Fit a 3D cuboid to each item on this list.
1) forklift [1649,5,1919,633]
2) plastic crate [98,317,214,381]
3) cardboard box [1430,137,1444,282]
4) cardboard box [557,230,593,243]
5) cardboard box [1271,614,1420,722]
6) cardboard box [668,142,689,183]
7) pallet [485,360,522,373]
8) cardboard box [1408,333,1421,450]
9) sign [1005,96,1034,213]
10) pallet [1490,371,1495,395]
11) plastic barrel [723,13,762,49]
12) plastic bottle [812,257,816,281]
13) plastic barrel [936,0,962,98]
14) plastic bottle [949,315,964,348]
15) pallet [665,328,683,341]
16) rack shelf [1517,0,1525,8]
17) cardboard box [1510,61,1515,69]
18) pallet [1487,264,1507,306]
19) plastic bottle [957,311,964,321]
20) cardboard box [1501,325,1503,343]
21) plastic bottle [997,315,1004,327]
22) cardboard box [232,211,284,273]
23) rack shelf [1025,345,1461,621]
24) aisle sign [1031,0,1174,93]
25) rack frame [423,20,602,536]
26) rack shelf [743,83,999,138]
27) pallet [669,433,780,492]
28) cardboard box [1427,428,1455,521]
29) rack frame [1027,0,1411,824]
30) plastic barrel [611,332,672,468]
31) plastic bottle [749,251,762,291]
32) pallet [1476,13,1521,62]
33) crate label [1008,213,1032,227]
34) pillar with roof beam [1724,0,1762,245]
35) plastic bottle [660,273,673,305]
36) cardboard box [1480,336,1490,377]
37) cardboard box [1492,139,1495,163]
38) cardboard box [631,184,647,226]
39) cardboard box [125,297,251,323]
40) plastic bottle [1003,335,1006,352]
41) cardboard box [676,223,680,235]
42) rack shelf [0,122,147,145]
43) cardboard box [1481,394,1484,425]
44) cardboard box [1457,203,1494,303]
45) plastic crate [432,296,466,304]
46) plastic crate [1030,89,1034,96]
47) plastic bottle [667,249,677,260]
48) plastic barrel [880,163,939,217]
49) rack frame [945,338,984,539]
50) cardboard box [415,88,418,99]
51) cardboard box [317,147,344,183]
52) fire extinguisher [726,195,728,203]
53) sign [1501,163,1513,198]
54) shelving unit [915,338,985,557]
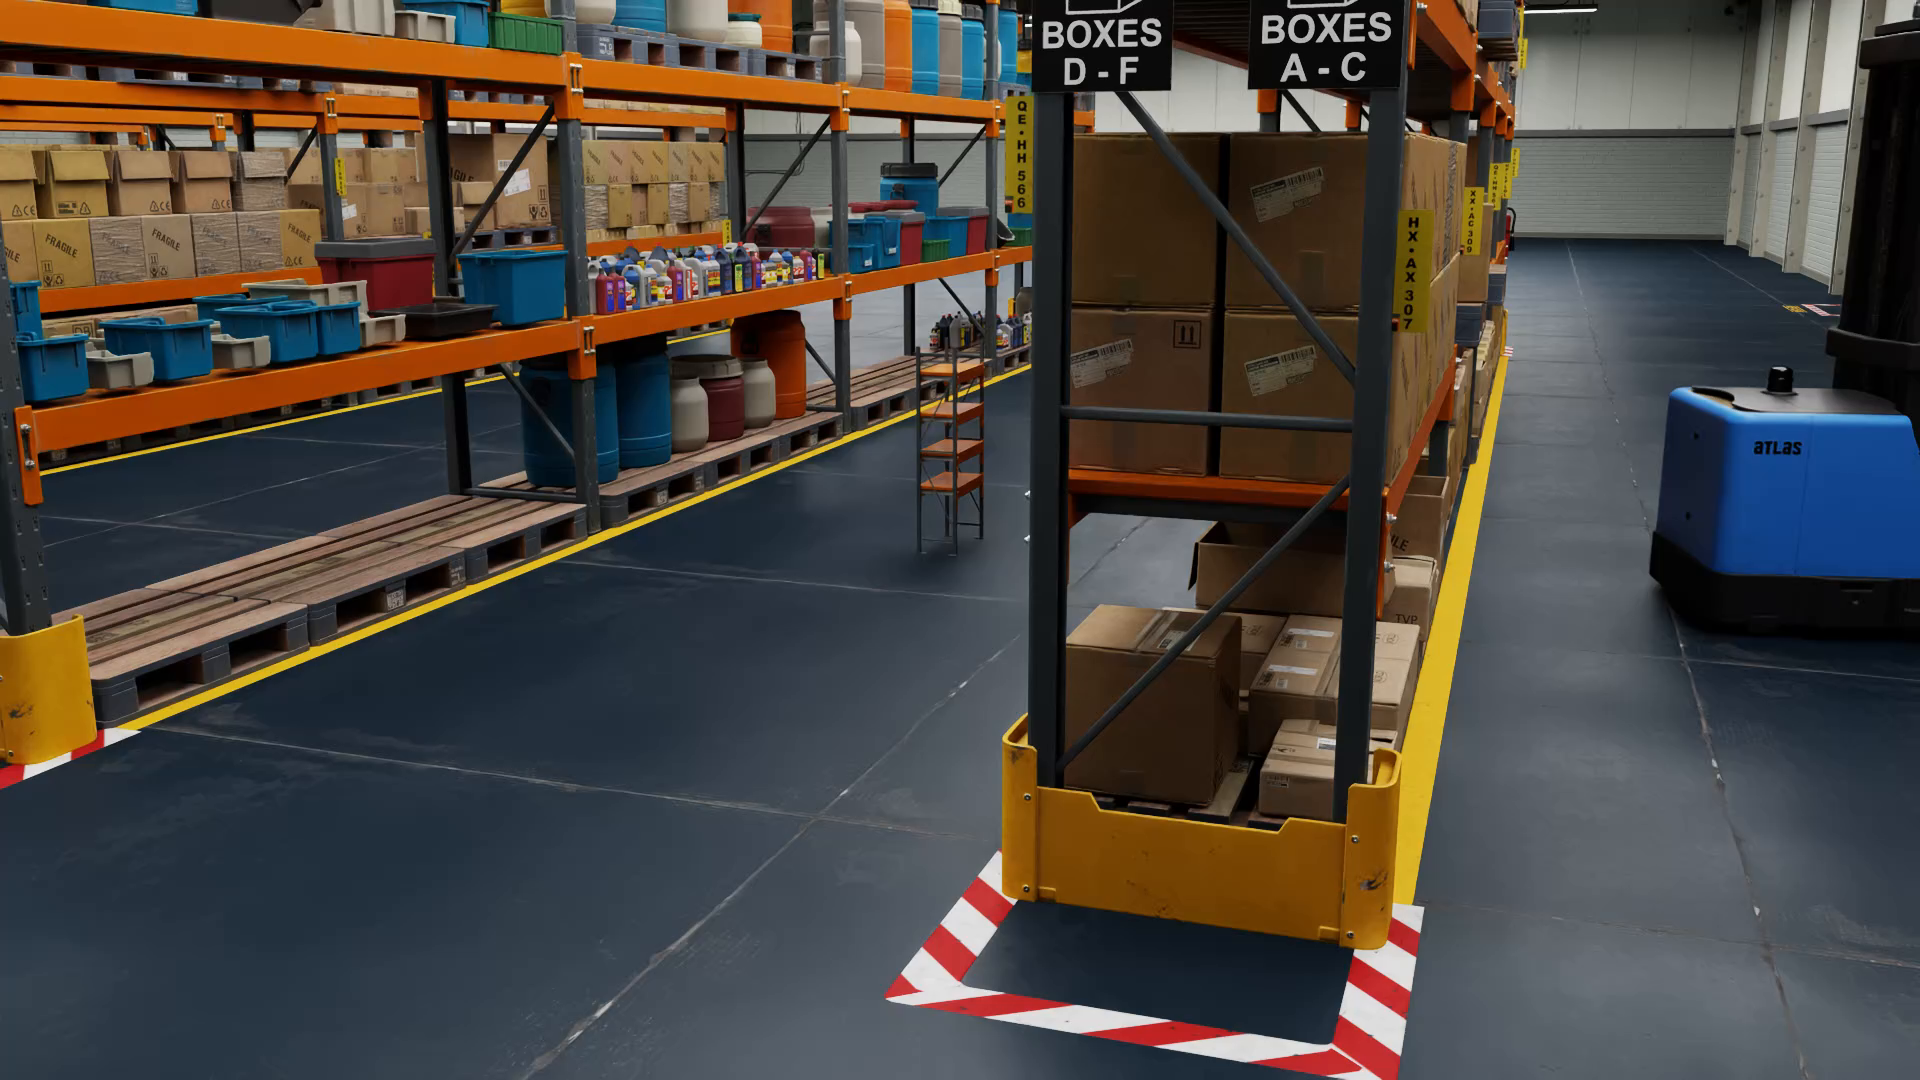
[{"bbox_3d":[5.133,-1.045,7.979,3.031,2.935,1.130,1,13,6],"label":"forklift"},{"bbox_3d":[-3.385,-0.808,7.030,0.416,0.233,0.300,4,14,18],"label":"plastic crate"},{"bbox_3d":[1.418,-1.163,5.870,0.500,0.500,0.500,5,14,19],"label":"cardboard box"},{"bbox_3d":[-4.439,-3.478,19.051,0.380,0.149,0.250,4,14,18],"label":"cardboard box"},{"bbox_3d":[1.464,0.485,6.313,0.500,0.250,0.500,4,14,18],"label":"cardboard box"},{"bbox_3d":[-3.764,-4.756,20.945,0.500,0.500,0.500,4,14,18],"label":"cardboard box"},{"bbox_3d":[-5.044,-2.054,18.511,1.003,0.211,1.213,4,14,18],"label":"pallet"},{"bbox_3d":[1.251,-0.569,5.514,0.500,0.500,0.500,4,14,18],"label":"cardboard box"},{"bbox_3d":[0.178,-1.099,4.751,0.100,0.325,0.005,4,14,18],"label":"sign"},{"bbox_3d":[4.876,-1.668,16.822,1.003,0.211,1.213,4,14,18],"label":"pallet"},{"bbox_3d":[-1.609,-3.742,12.267,0.301,0.262,0.301,0,13,0],"label":"plastic barrel"},{"bbox_3d":[-1.183,-2.143,13.081,0.097,0.201,0.097,0,13,0],"label":"plastic bottle"},{"bbox_3d":[-0.278,-4.667,15.826,0.600,0.901,0.600,0,13,0],"label":"plastic barrel"},{"bbox_3d":[-0.035,-2.290,18.242,0.144,0.351,0.185,4,14,18],"label":"plastic bottle"},{"bbox_3d":[-4.216,-2.619,20.990,1.003,0.211,1.213,4,14,18],"label":"pallet"},{"bbox_3d":[5.226,-5.663,17.093,1.077,0.370,4.000,4,14,18],"label":"rack shelf"},{"bbox_3d":[4.991,-4.734,15.765,0.500,0.500,0.500,6,14,23],"label":"cardboard box"},{"bbox_3d":[3.132,-1.780,11.475,1.213,0.211,1.003,4,14,18],"label":"pallet"},{"bbox_3d":[-0.005,-2.408,18.763,0.144,0.351,0.185,4,14,18],"label":"plastic bottle"},{"bbox_3d":[5.829,-2.329,18.687,0.500,0.250,0.500,4,14,18],"label":"cardboard box"},{"bbox_3d":[0.411,-2.294,18.262,0.144,0.351,0.185,4,14,18],"label":"plastic bottle"},{"bbox_3d":[-6.180,-2.557,14.227,0.500,0.500,0.500,4,14,18],"label":"cardboard box"},{"bbox_3d":[1.343,-0.407,6.646,1.077,0.370,4.000,4,14,18],"label":"rack shelf"},{"bbox_3d":[0.384,-1.612,4.466,0.394,0.787,0.004,4,14,18],"label":"aisle sign"},{"bbox_3d":[-2.695,-1.536,9.977,1.000,3.000,0.127,4,14,18],"label":"rack frame"},{"bbox_3d":[-0.754,-3.911,15.258,1.077,0.370,4.000,4,14,18],"label":"rack shelf"},{"bbox_3d":[-2.013,-0.594,12.115,1.003,0.211,1.213,4,14,18],"label":"pallet"},{"bbox_3d":[2.540,-0.372,9.505,0.500,0.500,0.500,5,14,19],"label":"cardboard box"},{"bbox_3d":[0.696,-0.336,4.721,1.000,3.000,0.127,4,14,18],"label":"rack frame"},{"bbox_3d":[-2.274,-0.980,11.314,0.600,0.901,0.708,4,14,18],"label":"plastic barrel"},{"bbox_3d":[-1.498,-1.965,12.118,0.061,0.283,0.133,4,14,18],"label":"plastic bottle"},{"bbox_3d":[2.601,-2.900,9.635,1.213,0.211,1.003,4,14,18],"label":"pallet"},{"bbox_3d":[0.848,-3.673,19.260,0.502,0.435,0.616,4,14,18],"label":"crate label"},{"bbox_3d":[16.787,-12.691,45.368,9.100,9.000,0.548,4,14,18],"label":"pillar with roof beam"},{"bbox_3d":[-1.940,-1.650,10.922,0.097,0.201,0.097,0,13,0],"label":"plastic bottle"},{"bbox_3d":[4.227,-1.574,14.120,0.500,0.311,0.500,4,14,18],"label":"cardboard box"},{"bbox_3d":[5.365,-4.061,17.898,0.700,0.500,0.500,4,14,19],"label":"cardboard box"},{"bbox_3d":[-4.328,-4.076,20.214,0.875,0.500,0.500,4,14,18],"label":"cardboard box"},{"bbox_3d":[-6.626,-1.573,13.969,1.225,0.875,0.875,4,14,19],"label":"cardboard box"},{"bbox_3d":[0.444,-2.128,17.869,0.097,0.201,0.097,0,13,0],"label":"plastic bottle"},{"bbox_3d":[-3.785,-3.958,21.151,0.380,0.149,0.250,4,14,18],"label":"cardboard box"},{"bbox_3d":[-13.523,-5.823,23.637,1.077,0.370,4.000,4,14,18],"label":"rack shelf"},{"bbox_3d":[3.894,-1.080,13.215,0.500,0.250,0.500,4,13,17],"label":"cardboard box"},{"bbox_3d":[2.355,-1.516,8.720,0.700,0.500,0.500,0,13,-1],"label":"cardboard box"},{"bbox_3d":[-2.981,-1.349,9.616,0.396,0.136,0.243,4,14,18],"label":"plastic crate"},{"bbox_3d":[0.661,-4.892,18.416,0.336,0.188,0.450,4,14,18],"label":"plastic crate"},{"bbox_3d":[-2.178,-2.051,12.523,0.097,0.271,0.097,0,13,0],"label":"plastic bottle"},{"bbox_3d":[-0.518,-3.405,17.040,0.600,0.901,0.708,4,14,18],"label":"plastic barrel"},{"bbox_3d":[0.025,-0.601,9.927,0.240,1.200,0.015,4,14,18],"label":"rack frame"},{"bbox_3d":[-5.371,-4.422,16.216,0.500,0.250,0.500,5,14,20],"label":"cardboard box"},{"bbox_3d":[-8.765,-4.970,22.260,0.875,0.550,0.500,4,14,18],"label":"cardboard box"},{"bbox_3d":[-3.026,-4.373,22.578,0.296,0.674,0.183,4,14,18],"label":"fire extinguisher"},{"bbox_3d":[5.095,-3.352,15.509,0.100,0.325,0.005,4,14,18],"label":"sign"},{"bbox_3d":[-0.054,-0.550,9.702,0.258,1.200,0.503,4,14,18],"label":"shelving unit"}]
